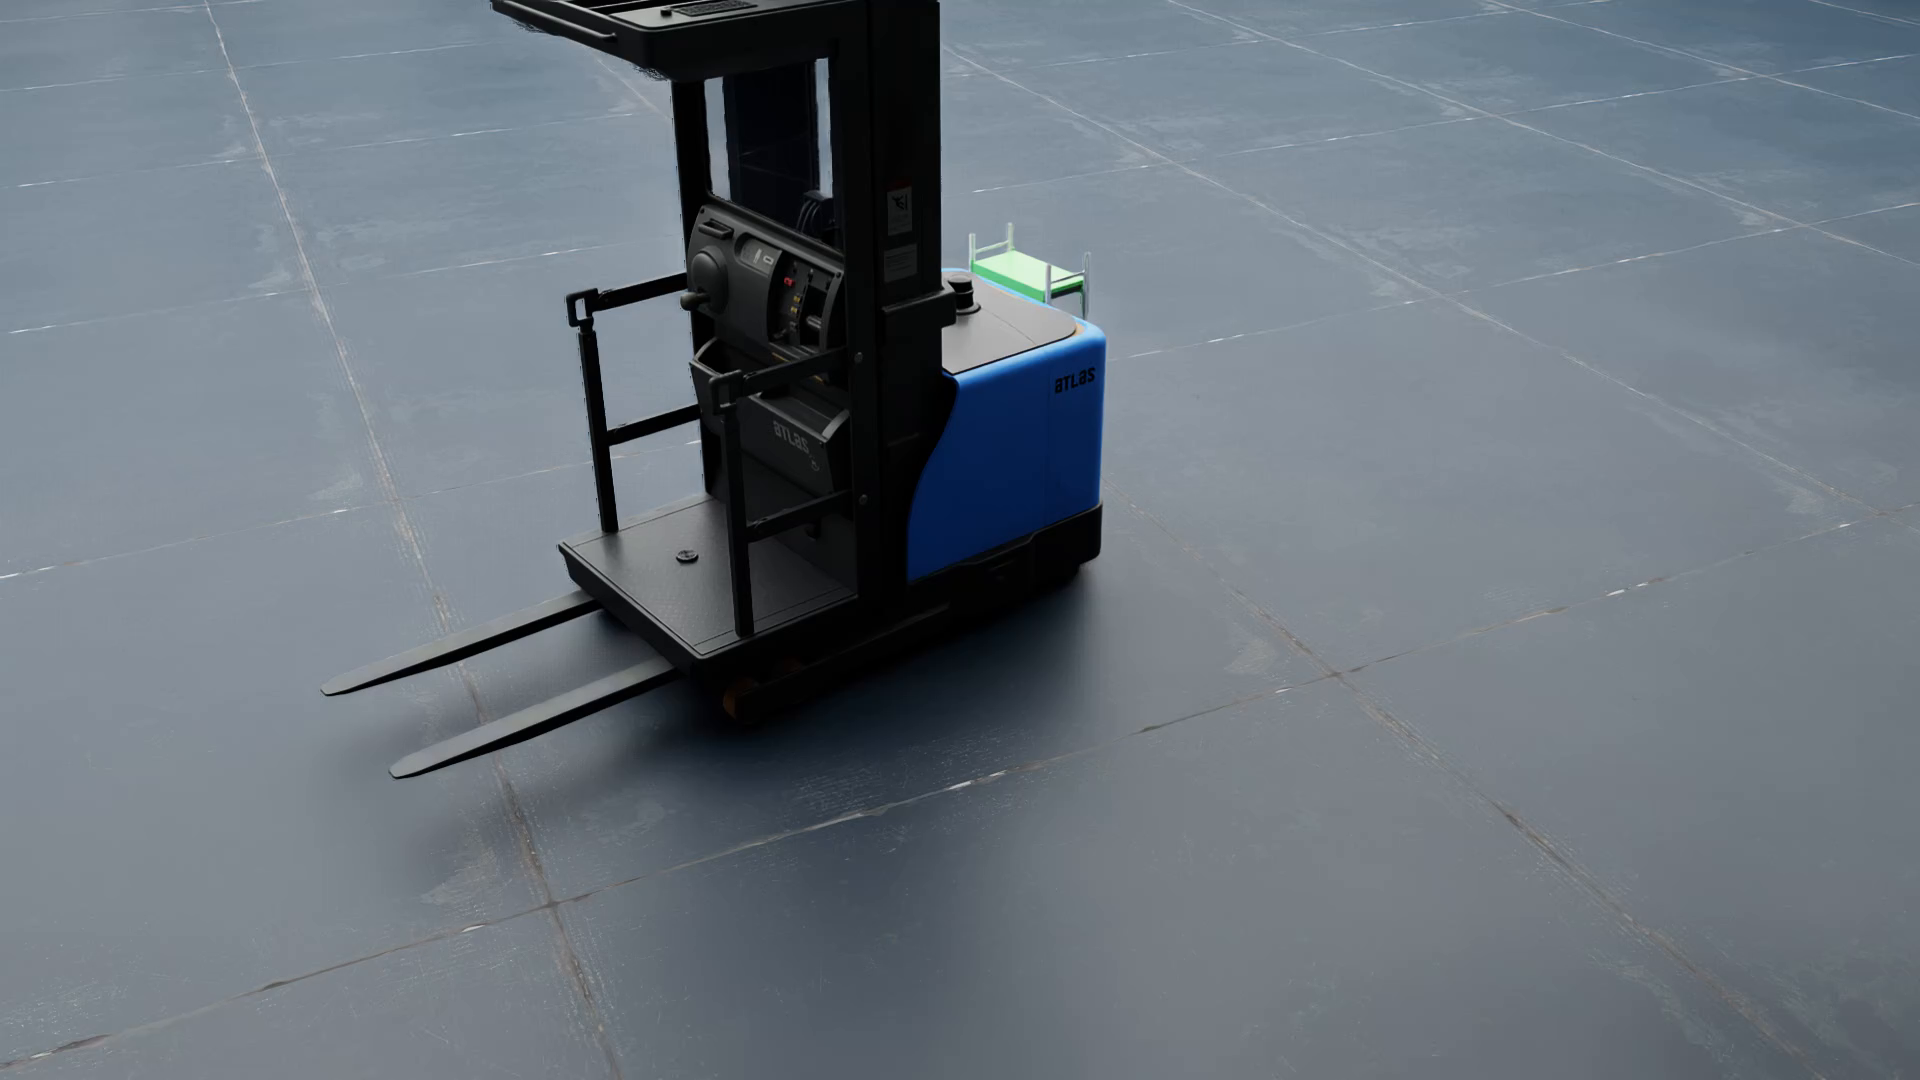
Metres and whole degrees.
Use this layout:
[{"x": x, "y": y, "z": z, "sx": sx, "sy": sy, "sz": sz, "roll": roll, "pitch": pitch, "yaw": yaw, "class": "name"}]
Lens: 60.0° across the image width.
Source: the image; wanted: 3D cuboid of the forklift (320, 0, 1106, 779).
[{"x": -0.871, "y": -0.900, "z": 5.859, "sx": 3.031, "sy": 2.935, "sz": 1.130, "roll": -22, "pitch": 36, "yaw": -33, "class": "forklift"}]

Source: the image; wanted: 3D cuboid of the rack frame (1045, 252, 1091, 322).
[{"x": 0.448, "y": -0.640, "z": 7.164, "sx": 0.240, "sy": 1.200, "sz": 0.015, "roll": -22, "pitch": 36, "yaw": -34, "class": "rack frame"}]

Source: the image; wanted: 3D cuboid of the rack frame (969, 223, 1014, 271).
[{"x": 0.137, "y": -0.824, "z": 7.492, "sx": 0.240, "sy": 1.200, "sz": 0.015, "roll": -22, "pitch": 36, "yaw": -34, "class": "rack frame"}]

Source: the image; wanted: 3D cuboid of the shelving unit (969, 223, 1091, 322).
[{"x": 0.293, "y": -0.732, "z": 7.328, "sx": 0.258, "sy": 1.200, "sz": 0.503, "roll": -22, "pitch": 36, "yaw": -34, "class": "shelving unit"}]

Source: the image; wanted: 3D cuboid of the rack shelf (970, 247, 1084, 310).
[{"x": 0.293, "y": -1.095, "z": 7.125, "sx": 0.258, "sy": 0.148, "sz": 0.480, "roll": -22, "pitch": 36, "yaw": -34, "class": "rack shelf"}]
